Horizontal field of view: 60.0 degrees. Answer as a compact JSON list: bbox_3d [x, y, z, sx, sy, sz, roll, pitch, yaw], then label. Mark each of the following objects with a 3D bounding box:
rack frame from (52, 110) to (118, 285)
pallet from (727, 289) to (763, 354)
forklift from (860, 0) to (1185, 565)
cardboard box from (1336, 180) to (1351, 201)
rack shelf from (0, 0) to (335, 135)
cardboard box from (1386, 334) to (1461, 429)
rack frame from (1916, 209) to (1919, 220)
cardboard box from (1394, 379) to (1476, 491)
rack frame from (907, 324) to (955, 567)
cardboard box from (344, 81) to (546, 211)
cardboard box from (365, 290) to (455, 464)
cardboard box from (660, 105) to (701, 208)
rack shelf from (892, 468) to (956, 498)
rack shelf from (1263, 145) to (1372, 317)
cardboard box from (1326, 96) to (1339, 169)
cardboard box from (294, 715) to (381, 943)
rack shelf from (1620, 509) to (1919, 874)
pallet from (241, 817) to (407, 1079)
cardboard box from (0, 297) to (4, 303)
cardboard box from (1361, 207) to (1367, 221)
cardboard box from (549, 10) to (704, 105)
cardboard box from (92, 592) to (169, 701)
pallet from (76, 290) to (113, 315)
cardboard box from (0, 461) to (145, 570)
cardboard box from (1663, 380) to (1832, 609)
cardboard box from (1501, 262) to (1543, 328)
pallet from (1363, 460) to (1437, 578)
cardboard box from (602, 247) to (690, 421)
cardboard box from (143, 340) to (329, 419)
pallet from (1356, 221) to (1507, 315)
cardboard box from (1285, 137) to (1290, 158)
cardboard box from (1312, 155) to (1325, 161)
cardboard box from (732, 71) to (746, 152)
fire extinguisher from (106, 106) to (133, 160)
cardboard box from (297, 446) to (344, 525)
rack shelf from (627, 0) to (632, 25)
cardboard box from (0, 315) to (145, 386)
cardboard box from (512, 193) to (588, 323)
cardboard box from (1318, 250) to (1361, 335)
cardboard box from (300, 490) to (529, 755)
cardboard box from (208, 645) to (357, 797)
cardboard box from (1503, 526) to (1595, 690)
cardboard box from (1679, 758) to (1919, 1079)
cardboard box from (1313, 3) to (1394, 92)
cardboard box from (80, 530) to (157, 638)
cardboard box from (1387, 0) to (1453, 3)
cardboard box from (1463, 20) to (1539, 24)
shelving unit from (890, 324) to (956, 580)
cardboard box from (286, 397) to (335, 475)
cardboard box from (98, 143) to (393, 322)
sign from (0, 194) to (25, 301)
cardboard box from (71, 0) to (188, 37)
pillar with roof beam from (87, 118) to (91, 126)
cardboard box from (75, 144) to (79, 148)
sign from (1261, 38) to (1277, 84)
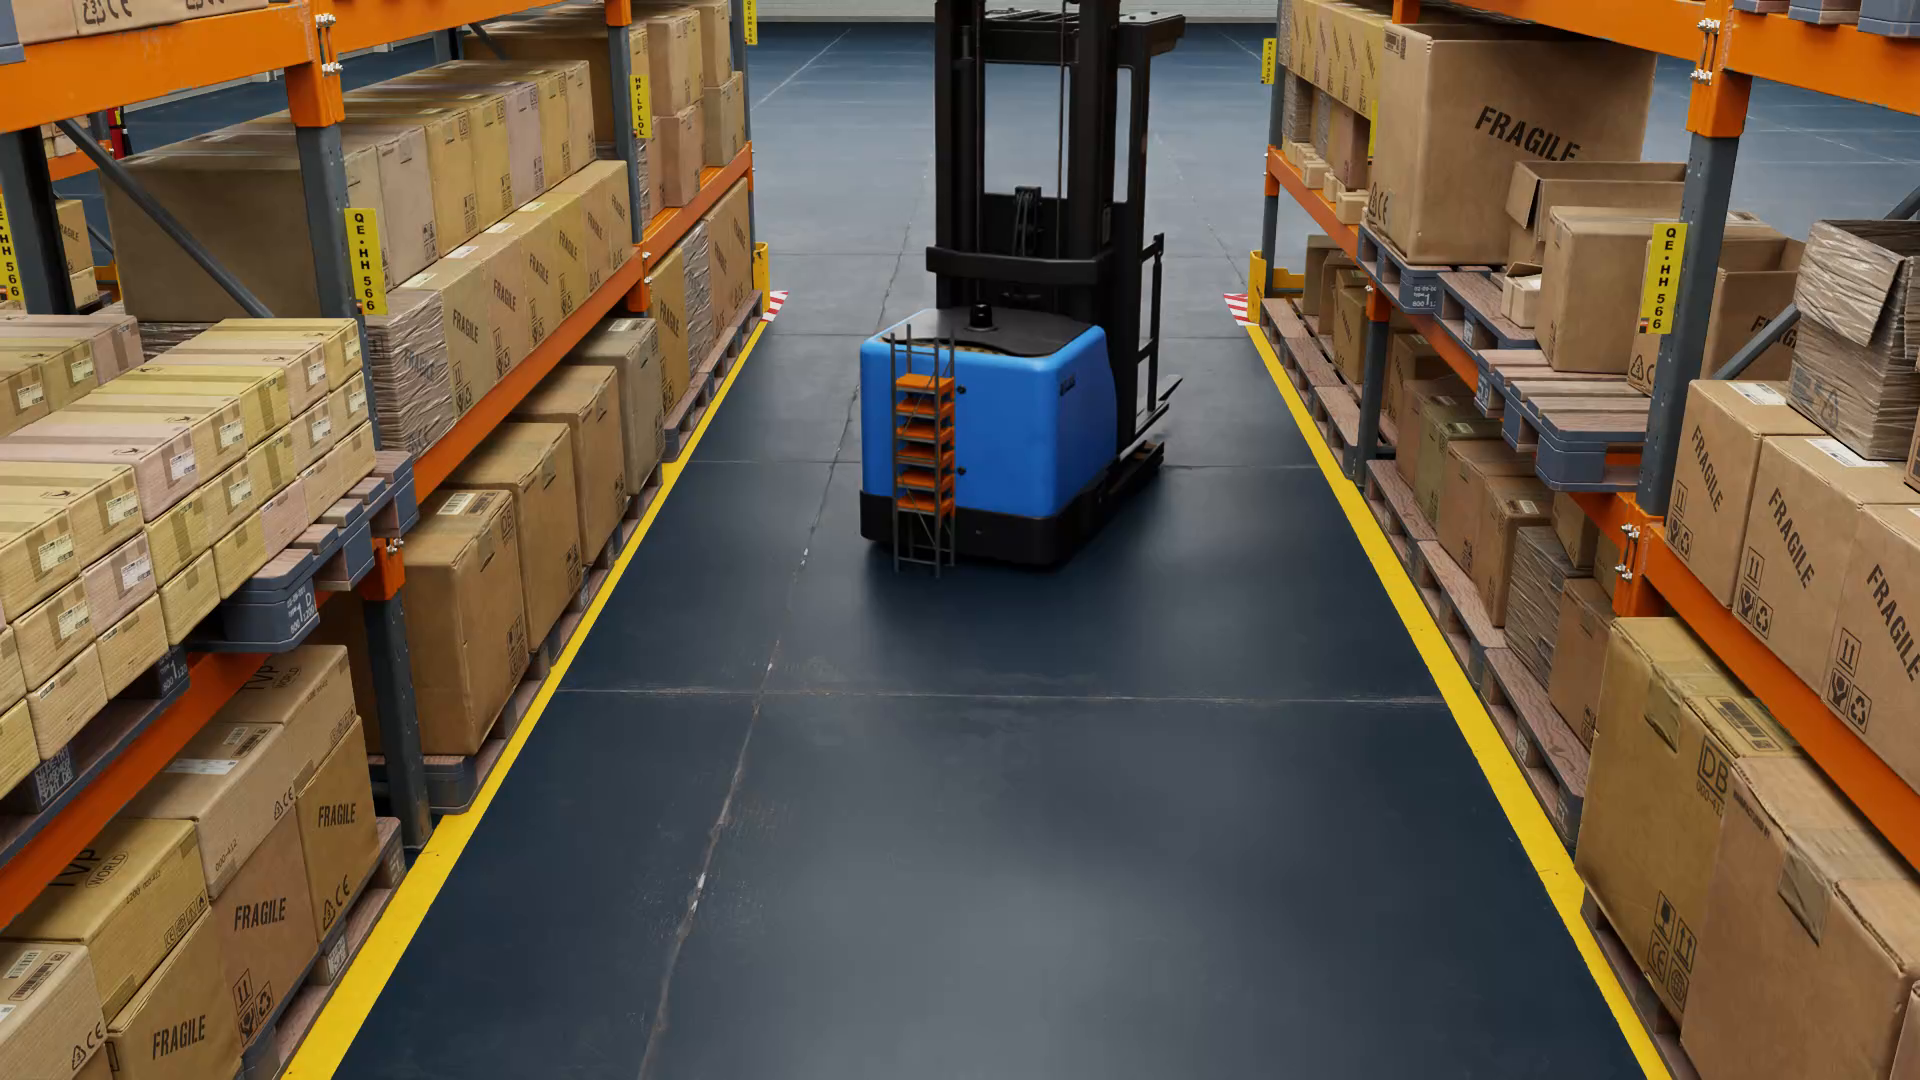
[{"bbox_3d":[-7.065,-3.257,12.778,1.000,3.000,0.127,1,21,2],"label":"rack frame"},{"bbox_3d":[-2.060,-1.650,12.489,1.003,0.211,1.213,1,21,2],"label":"pallet"},{"bbox_3d":[0.528,-1.746,8.977,1.130,2.935,3.031,8,23,21],"label":"forklift"},{"bbox_3d":[2.519,-2.117,10.187,0.380,0.149,0.250,1,21,2],"label":"cardboard box"},{"bbox_3d":[-2.418,-0.687,3.000,1.077,0.370,4.000,1,21,2],"label":"rack shelf"},{"bbox_3d":[2.771,-0.877,9.517,0.500,0.500,0.500,0,21,0],"label":"cardboard box"},{"bbox_3d":[7.791,-3.094,12.356,1.000,3.000,0.127,1,21,2],"label":"rack frame"},{"bbox_3d":[2.678,-0.520,8.570,0.700,0.500,0.500,-1,21,-3],"label":"cardboard box"},{"bbox_3d":[-0.139,-0.443,8.012,0.240,1.200,0.006,8,23,21],"label":"rack frame"},{"bbox_3d":[-2.275,-1.758,7.392,0.700,0.500,0.500,1,21,2],"label":"cardboard box"},{"bbox_3d":[-2.074,-0.553,5.669,0.500,0.500,0.500,1,21,2],"label":"cardboard box"},{"bbox_3d":[-2.109,-2.390,10.334,0.875,0.550,0.550,1,21,2],"label":"cardboard box"},{"bbox_3d":[-0.174,-0.259,7.993,0.258,0.103,0.180,8,23,21],"label":"rack shelf"},{"bbox_3d":[2.779,-2.090,10.763,1.077,0.370,4.000,1,21,2],"label":"rack shelf"},{"bbox_3d":[2.816,-2.592,10.513,0.875,0.500,0.500,1,21,2],"label":"cardboard box"},{"bbox_3d":[-2.116,0.863,5.032,0.500,0.500,0.500,1,21,1],"label":"cardboard box"},{"bbox_3d":[2.536,0.803,3.308,1.077,0.370,4.000,1,21,2],"label":"rack shelf"},{"bbox_3d":[-2.383,1.236,5.053,1.003,0.211,1.213,1,21,2],"label":"pallet"},{"bbox_3d":[-6.864,-1.857,11.353,0.500,0.500,0.500,0,21,0],"label":"cardboard box"},{"bbox_3d":[2.448,-1.756,9.256,0.380,0.149,0.250,1,21,2],"label":"cardboard box"},{"bbox_3d":[-2.128,-3.085,10.634,0.875,0.550,0.500,1,21,2],"label":"cardboard box"},{"bbox_3d":[-1.957,0.221,3.578,0.380,0.149,0.250,1,21,3],"label":"cardboard box"},{"bbox_3d":[-7.127,-1.637,12.455,1.003,0.211,1.213,1,21,2],"label":"pallet"},{"bbox_3d":[-1.956,-0.053,3.464,0.380,0.149,0.250,2,21,4],"label":"cardboard box"},{"bbox_3d":[2.310,-0.130,4.578,0.500,0.500,0.500,1,21,3],"label":"cardboard box"},{"bbox_3d":[2.378,-0.995,6.552,0.396,0.266,0.258,0,21,0],"label":"cardboard box"},{"bbox_3d":[2.696,-0.121,8.548,1.003,0.211,1.213,1,21,2],"label":"pallet"},{"bbox_3d":[-2.147,-1.225,9.896,0.875,0.875,0.875,1,21,2],"label":"cardboard box"},{"bbox_3d":[-1.924,-0.430,4.435,0.380,0.149,0.250,0,21,1],"label":"cardboard box"},{"bbox_3d":[2.550,-1.338,8.096,1.003,0.211,1.213,1,21,2],"label":"pallet"},{"bbox_3d":[2.567,-2.841,12.051,0.380,0.149,0.250,1,21,2],"label":"cardboard box"},{"bbox_3d":[2.562,-2.479,11.118,0.380,0.149,0.250,1,21,2],"label":"cardboard box"},{"bbox_3d":[-2.080,-3.175,12.357,0.875,0.550,0.550,1,21,2],"label":"cardboard box"},{"bbox_3d":[-6.601,-3.258,12.885,0.296,0.674,0.183,1,21,2],"label":"fire extinguisher"},{"bbox_3d":[-1.923,-0.153,4.542,0.380,0.149,0.250,1,21,1],"label":"cardboard box"},{"bbox_3d":[-2.175,-3.579,10.455,1.077,0.370,4.000,1,21,2],"label":"rack shelf"},{"bbox_3d":[-2.565,-0.536,4.709,0.380,0.149,0.250,1,21,2],"label":"cardboard box"},{"bbox_3d":[-2.015,-1.283,7.550,0.500,0.500,0.500,1,21,2],"label":"cardboard box"},{"bbox_3d":[2.821,-1.737,11.733,0.500,0.500,0.500,6,22,16],"label":"cardboard box"},{"bbox_3d":[-2.249,0.287,6.172,1.050,0.750,0.750,0,21,1],"label":"cardboard box"},{"bbox_3d":[-2.116,0.523,4.872,0.500,0.250,0.500,0,21,0],"label":"cardboard box"},{"bbox_3d":[2.601,0.261,6.557,0.700,0.500,0.500,-1,21,-3],"label":"cardboard box"},{"bbox_3d":[2.520,1.110,3.877,1.225,0.875,0.875,1,21,2],"label":"cardboard box"},{"bbox_3d":[2.506,-3.062,10.341,0.500,0.500,0.500,1,21,2],"label":"cardboard box"},{"bbox_3d":[-1.955,0.086,3.517,0.380,0.149,0.250,1,21,3],"label":"cardboard box"},{"bbox_3d":[3.043,-3.237,10.792,0.500,0.500,0.500,1,21,2],"label":"cardboard box"},{"bbox_3d":[2.986,-2.514,8.929,0.500,0.500,0.500,1,21,2],"label":"cardboard box"},{"bbox_3d":[-0.174,-0.413,7.933,0.258,1.200,0.189,8,23,21],"label":"shelving unit"},{"bbox_3d":[-1.924,-0.284,4.470,0.380,0.149,0.250,1,21,4],"label":"cardboard box"},{"bbox_3d":[-2.334,-1.022,5.496,0.700,0.500,0.500,1,21,1],"label":"cardboard box"},{"bbox_3d":[-2.912,-0.892,5.080,0.100,0.325,0.005,1,21,2],"label":"sign"},{"bbox_3d":[-2.123,-1.402,3.710,0.500,0.500,0.500,1,21,2],"label":"cardboard box"},{"bbox_3d":[-8.281,-10.157,22.267,9.100,9.000,0.400,1,21,2],"label":"pillar with roof beam"},{"bbox_3d":[-6.863,-3.003,12.468,0.380,0.149,0.250,1,21,3],"label":"cardboard box"},{"bbox_3d":[2.298,-3.558,12.355,0.100,0.325,0.005,1,21,2],"label":"sign"}]
